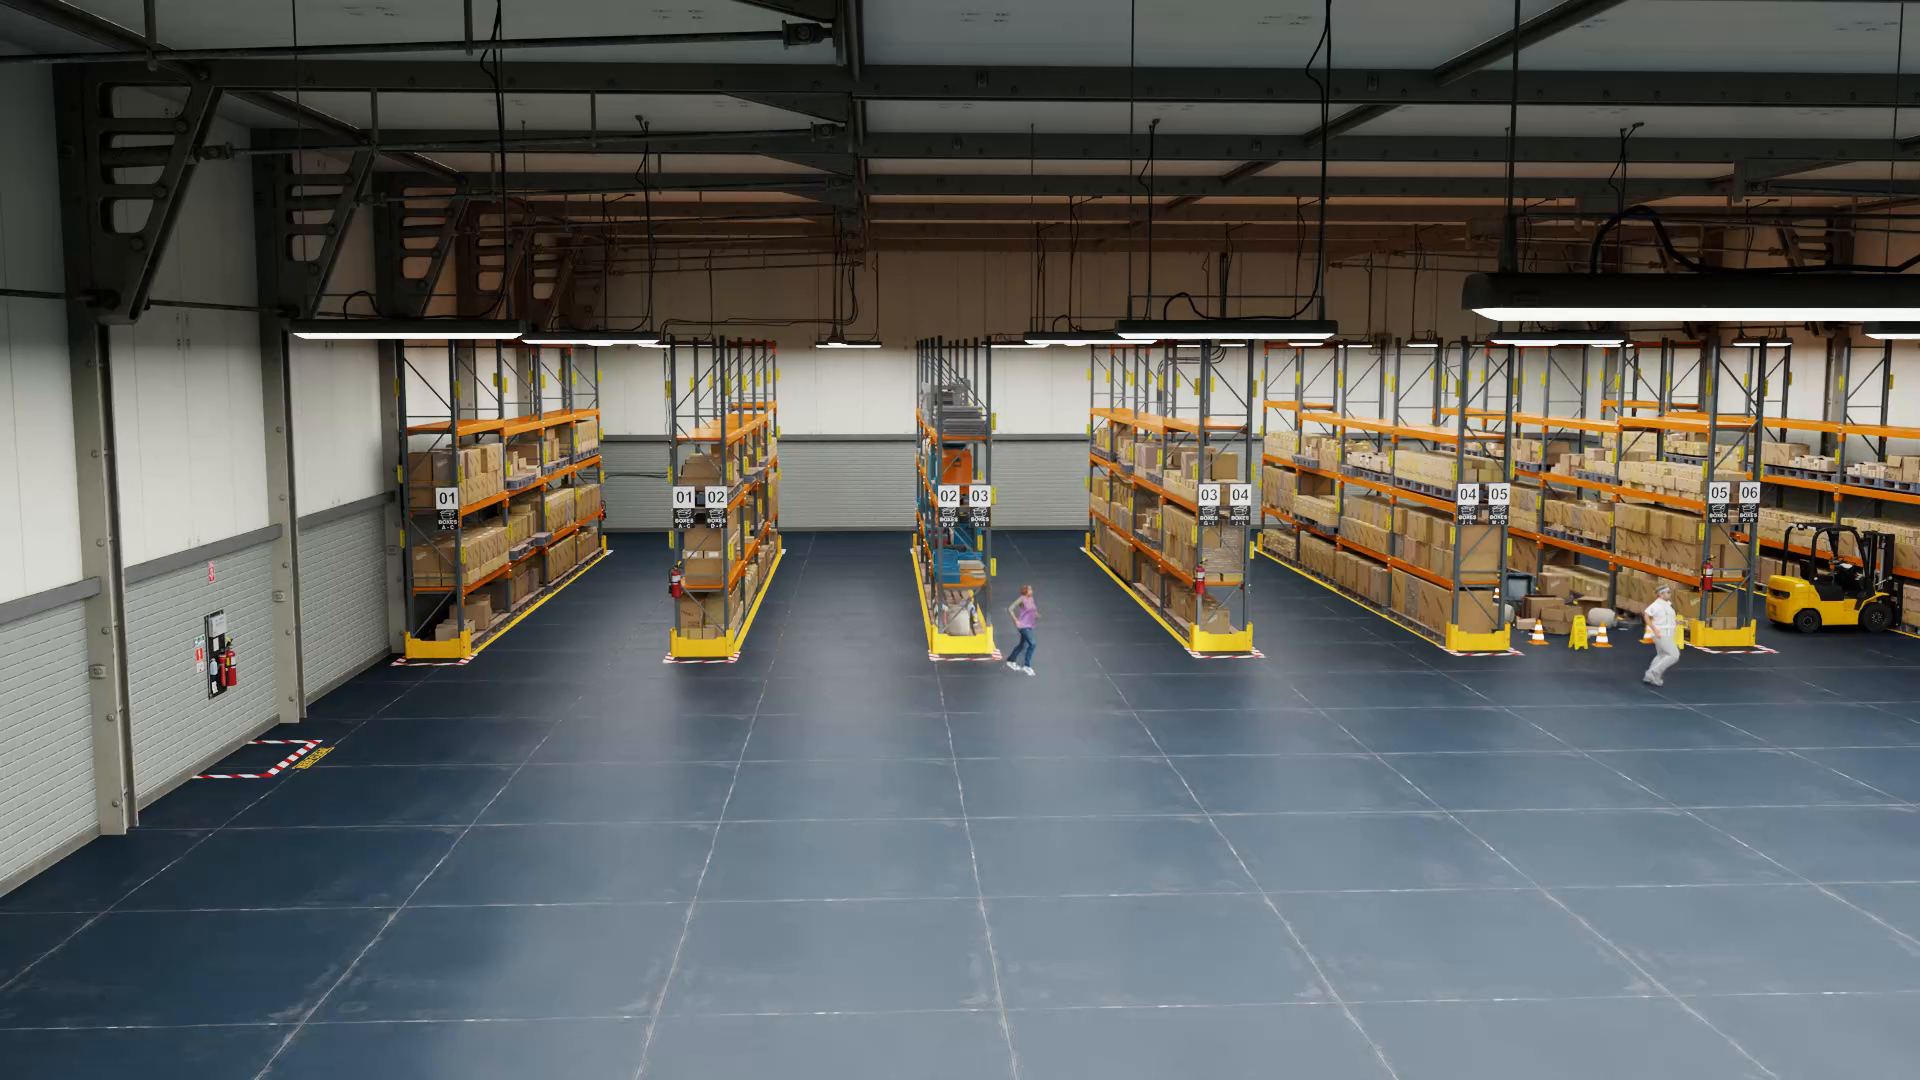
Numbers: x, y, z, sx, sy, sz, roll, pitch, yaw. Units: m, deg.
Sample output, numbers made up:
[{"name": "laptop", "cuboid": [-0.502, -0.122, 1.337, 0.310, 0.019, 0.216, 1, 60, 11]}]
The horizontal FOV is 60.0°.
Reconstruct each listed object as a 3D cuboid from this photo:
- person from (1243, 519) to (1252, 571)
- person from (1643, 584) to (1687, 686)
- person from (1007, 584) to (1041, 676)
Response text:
[{"name": "person", "cuboid": [7.251, -0.030, 42.967, 0.664, 1.735, 0.654, -1, 7, -5]}, {"name": "person", "cuboid": [12.058, 1.622, 28.421, 0.660, 1.757, 0.643, 4, 8, 34]}, {"name": "person", "cuboid": [1.137, 1.584, 29.535, 0.704, 1.646, 0.516, 4, 8, 32]}]
